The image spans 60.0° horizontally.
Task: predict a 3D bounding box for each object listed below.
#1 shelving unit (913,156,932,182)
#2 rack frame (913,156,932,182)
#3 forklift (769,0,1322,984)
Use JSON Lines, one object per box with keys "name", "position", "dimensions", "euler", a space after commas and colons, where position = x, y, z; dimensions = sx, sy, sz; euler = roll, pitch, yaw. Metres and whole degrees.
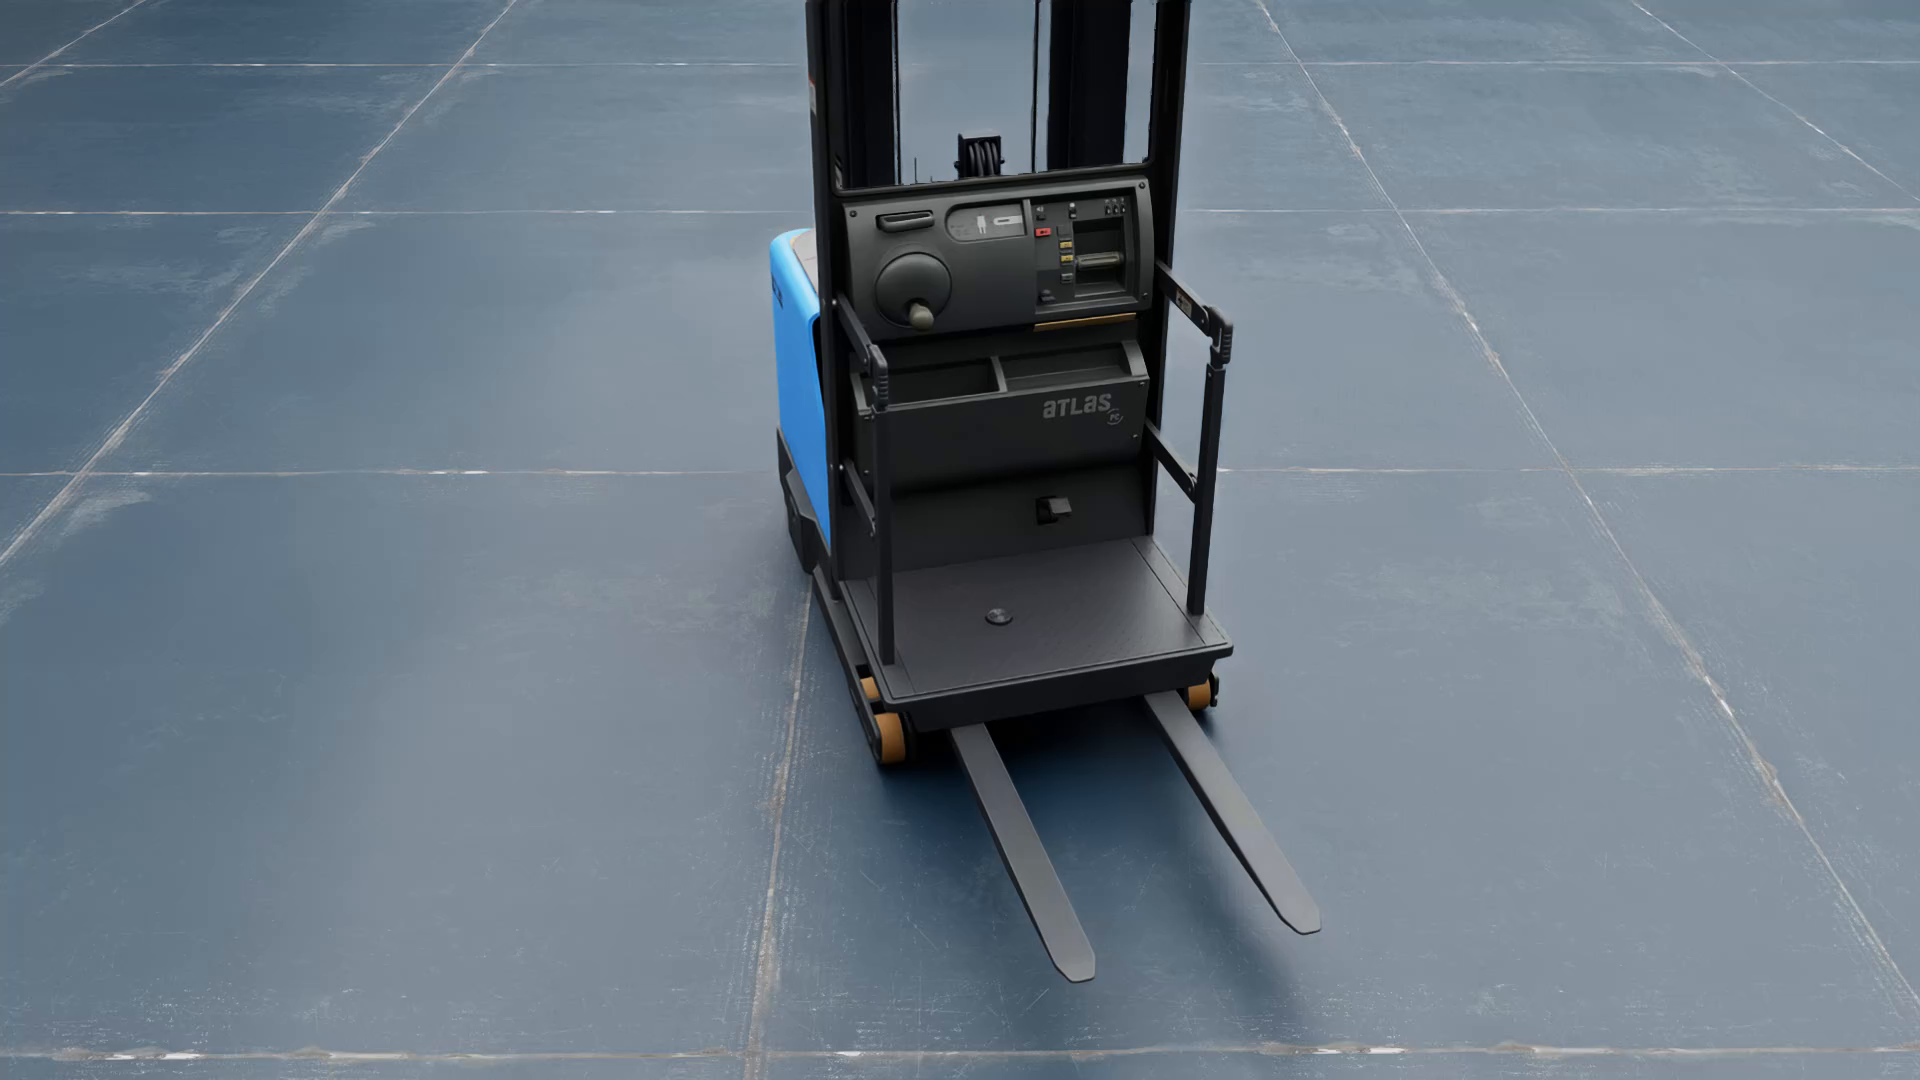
{"name": "shelving unit", "position": [-0.229, -0.881, 6.546], "dimensions": [0.189, 1.200, 0.258], "euler": [-9, 32, -15]}
{"name": "rack frame", "position": [-0.141, -0.895, 6.569], "dimensions": [0.006, 1.200, 0.240], "euler": [-9, 32, -15]}
{"name": "forklift", "position": [0.185, -0.788, 4.723], "dimensions": [1.130, 2.935, 3.031], "euler": [-8, 32, -13]}
